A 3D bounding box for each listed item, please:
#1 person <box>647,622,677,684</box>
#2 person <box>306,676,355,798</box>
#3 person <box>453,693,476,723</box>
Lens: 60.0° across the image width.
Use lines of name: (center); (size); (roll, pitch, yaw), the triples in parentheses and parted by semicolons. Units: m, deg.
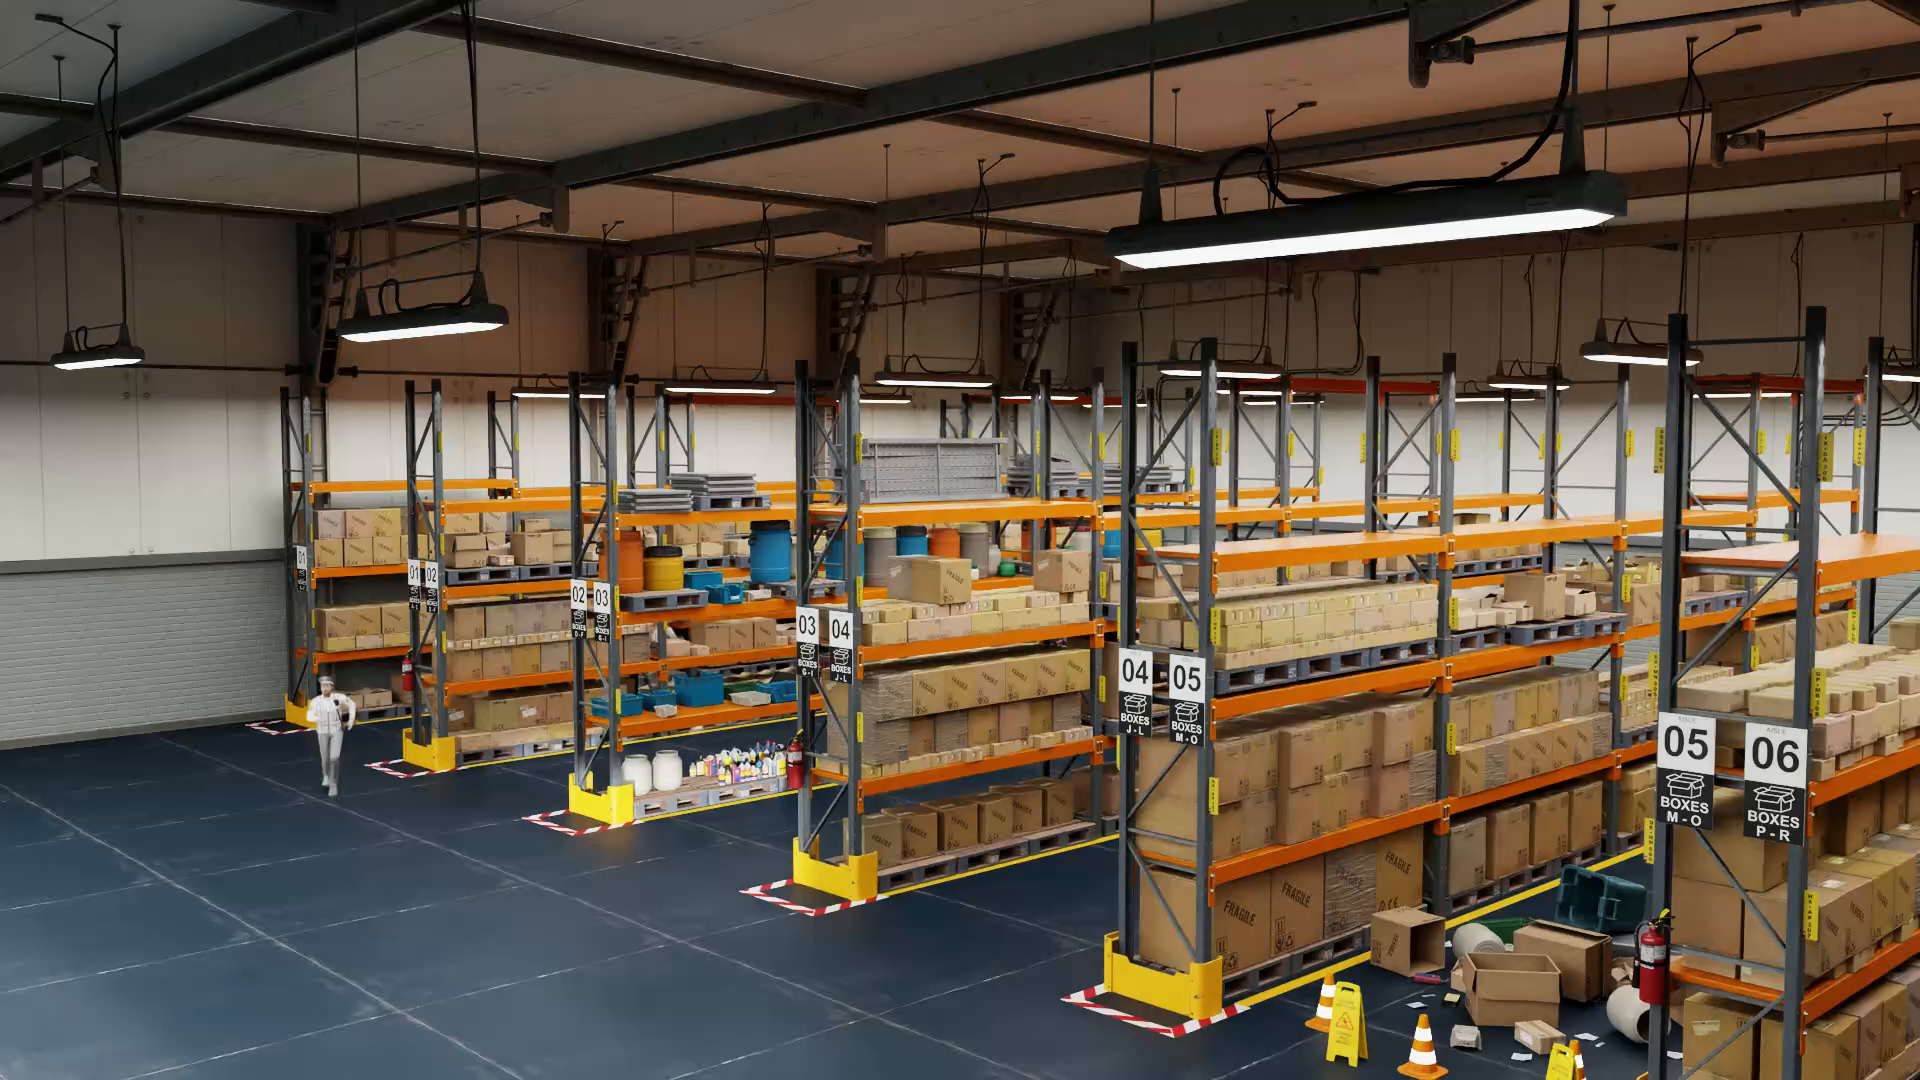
person: (-5.786, 2.273, 31.582); (0.681, 1.796, 0.772); (3, 5, 44)
person: (-9.029, 2.796, 23.888); (0.620, 1.738, 0.872); (-1, 4, -11)
person: (-8.487, 2.502, 28.104); (0.661, 1.809, 0.822); (3, 5, 43)
